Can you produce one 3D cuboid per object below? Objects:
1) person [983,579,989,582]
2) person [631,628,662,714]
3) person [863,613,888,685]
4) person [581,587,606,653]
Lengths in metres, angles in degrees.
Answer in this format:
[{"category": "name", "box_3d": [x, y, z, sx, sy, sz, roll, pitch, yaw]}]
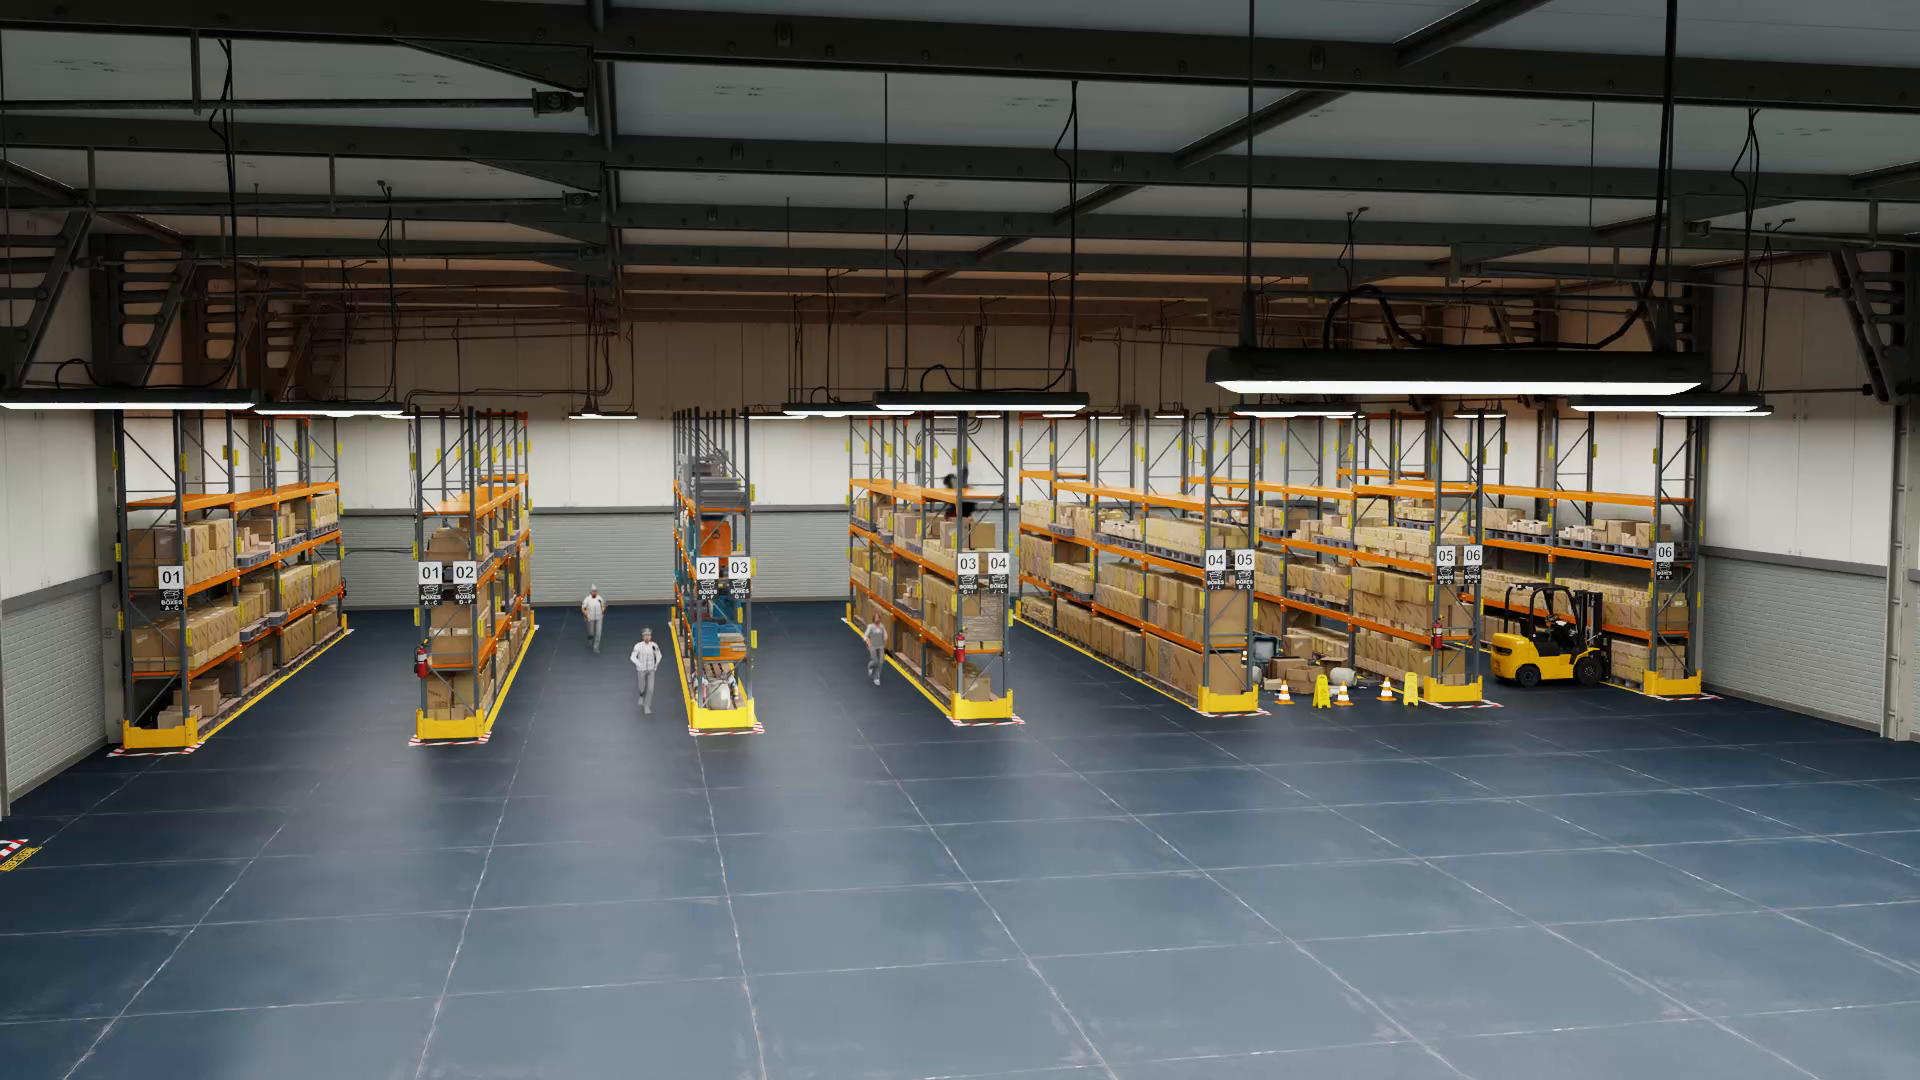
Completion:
[{"category": "person", "box_3d": [0.573, 1.422, 48.471, 0.698, 1.711, 0.602, 2, 5, 29]}, {"category": "person", "box_3d": [-6.172, 2.557, 32.752, 0.611, 1.670, 0.720, -1, 4, -20]}, {"category": "person", "box_3d": [-1.830, 2.371, 36.370, 0.537, 1.560, 0.549, -1, 4, -20]}, {"category": "person", "box_3d": [-9.126, 1.976, 41.479, 0.607, 1.642, 0.674, -2, 4, -23]}]
